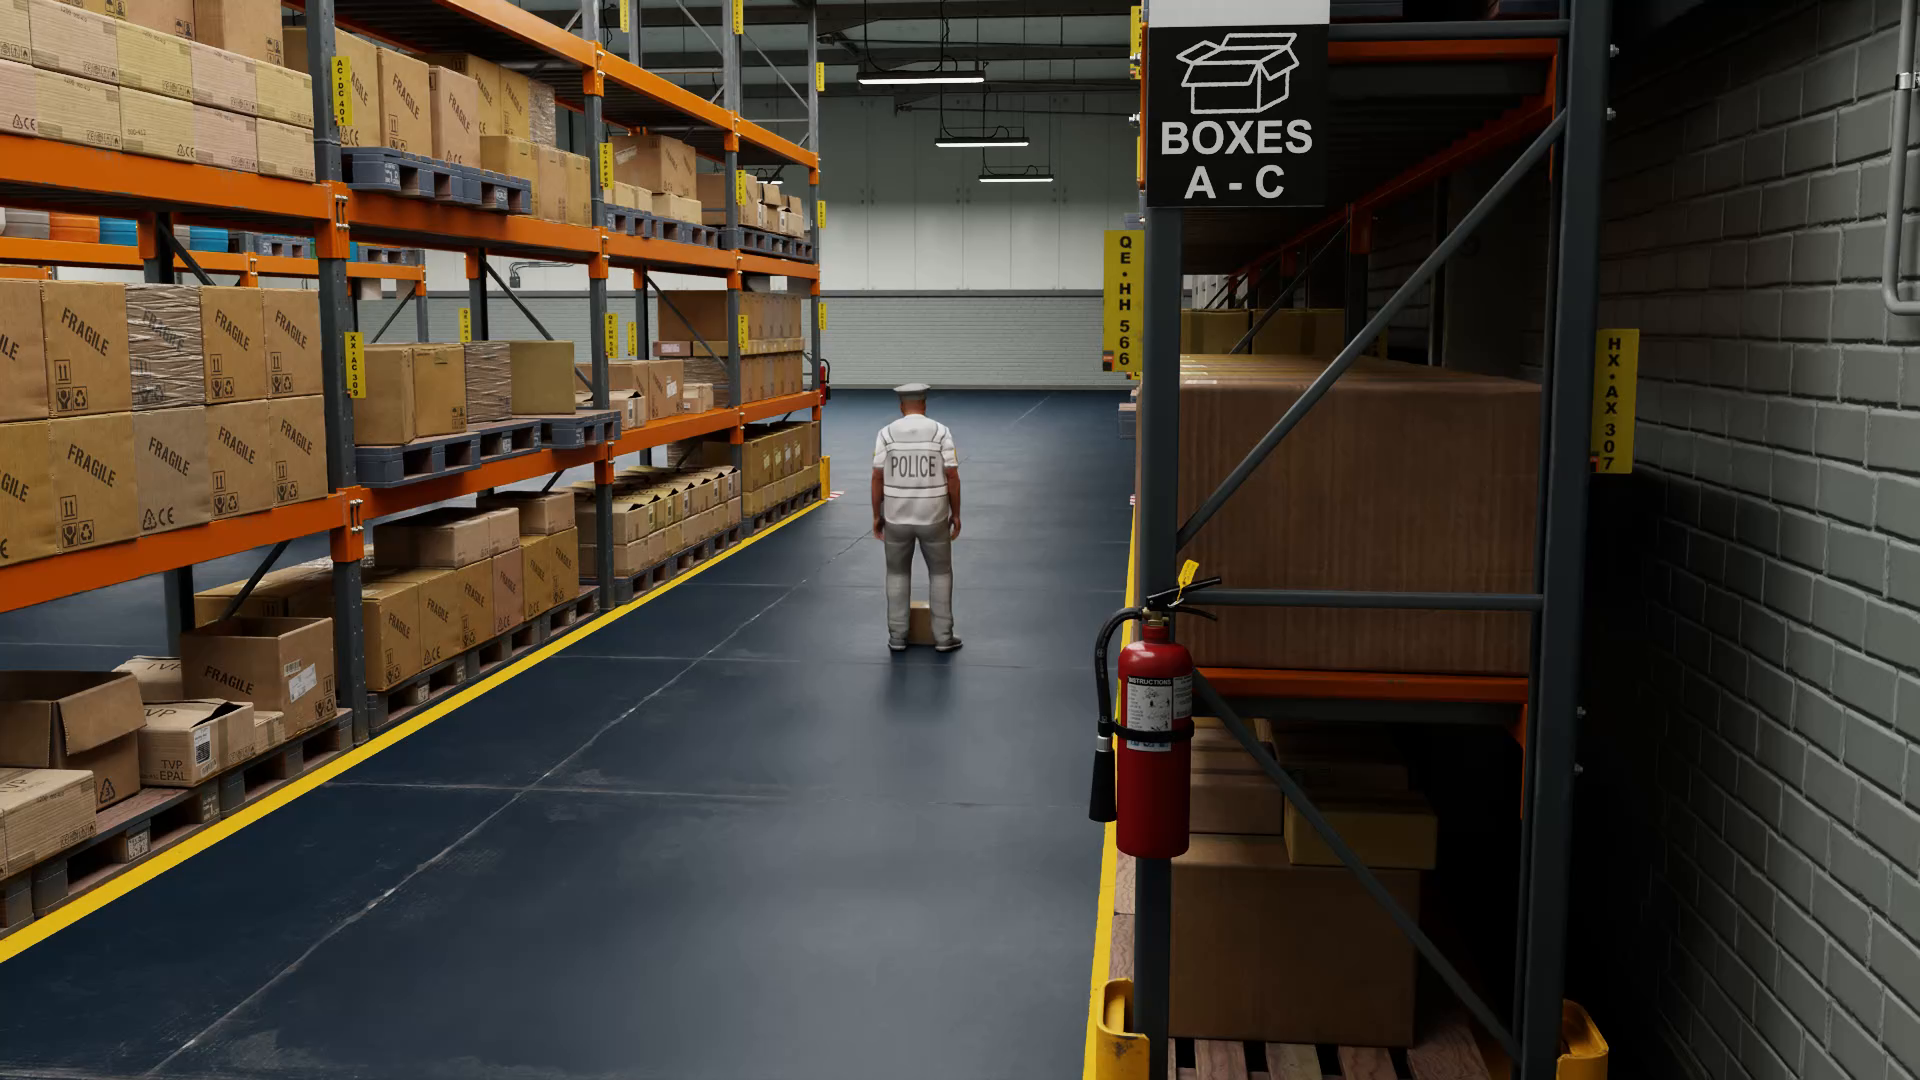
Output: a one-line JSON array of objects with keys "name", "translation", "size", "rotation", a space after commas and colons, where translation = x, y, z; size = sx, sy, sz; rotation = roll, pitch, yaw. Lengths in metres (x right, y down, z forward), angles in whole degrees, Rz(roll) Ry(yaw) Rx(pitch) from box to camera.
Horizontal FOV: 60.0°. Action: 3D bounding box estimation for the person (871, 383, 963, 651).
[{"name": "person", "translation": [-0.285, -0.147, 10.872], "size": [0.593, 1.748, 0.435], "rotation": [1, 8, 5]}]
